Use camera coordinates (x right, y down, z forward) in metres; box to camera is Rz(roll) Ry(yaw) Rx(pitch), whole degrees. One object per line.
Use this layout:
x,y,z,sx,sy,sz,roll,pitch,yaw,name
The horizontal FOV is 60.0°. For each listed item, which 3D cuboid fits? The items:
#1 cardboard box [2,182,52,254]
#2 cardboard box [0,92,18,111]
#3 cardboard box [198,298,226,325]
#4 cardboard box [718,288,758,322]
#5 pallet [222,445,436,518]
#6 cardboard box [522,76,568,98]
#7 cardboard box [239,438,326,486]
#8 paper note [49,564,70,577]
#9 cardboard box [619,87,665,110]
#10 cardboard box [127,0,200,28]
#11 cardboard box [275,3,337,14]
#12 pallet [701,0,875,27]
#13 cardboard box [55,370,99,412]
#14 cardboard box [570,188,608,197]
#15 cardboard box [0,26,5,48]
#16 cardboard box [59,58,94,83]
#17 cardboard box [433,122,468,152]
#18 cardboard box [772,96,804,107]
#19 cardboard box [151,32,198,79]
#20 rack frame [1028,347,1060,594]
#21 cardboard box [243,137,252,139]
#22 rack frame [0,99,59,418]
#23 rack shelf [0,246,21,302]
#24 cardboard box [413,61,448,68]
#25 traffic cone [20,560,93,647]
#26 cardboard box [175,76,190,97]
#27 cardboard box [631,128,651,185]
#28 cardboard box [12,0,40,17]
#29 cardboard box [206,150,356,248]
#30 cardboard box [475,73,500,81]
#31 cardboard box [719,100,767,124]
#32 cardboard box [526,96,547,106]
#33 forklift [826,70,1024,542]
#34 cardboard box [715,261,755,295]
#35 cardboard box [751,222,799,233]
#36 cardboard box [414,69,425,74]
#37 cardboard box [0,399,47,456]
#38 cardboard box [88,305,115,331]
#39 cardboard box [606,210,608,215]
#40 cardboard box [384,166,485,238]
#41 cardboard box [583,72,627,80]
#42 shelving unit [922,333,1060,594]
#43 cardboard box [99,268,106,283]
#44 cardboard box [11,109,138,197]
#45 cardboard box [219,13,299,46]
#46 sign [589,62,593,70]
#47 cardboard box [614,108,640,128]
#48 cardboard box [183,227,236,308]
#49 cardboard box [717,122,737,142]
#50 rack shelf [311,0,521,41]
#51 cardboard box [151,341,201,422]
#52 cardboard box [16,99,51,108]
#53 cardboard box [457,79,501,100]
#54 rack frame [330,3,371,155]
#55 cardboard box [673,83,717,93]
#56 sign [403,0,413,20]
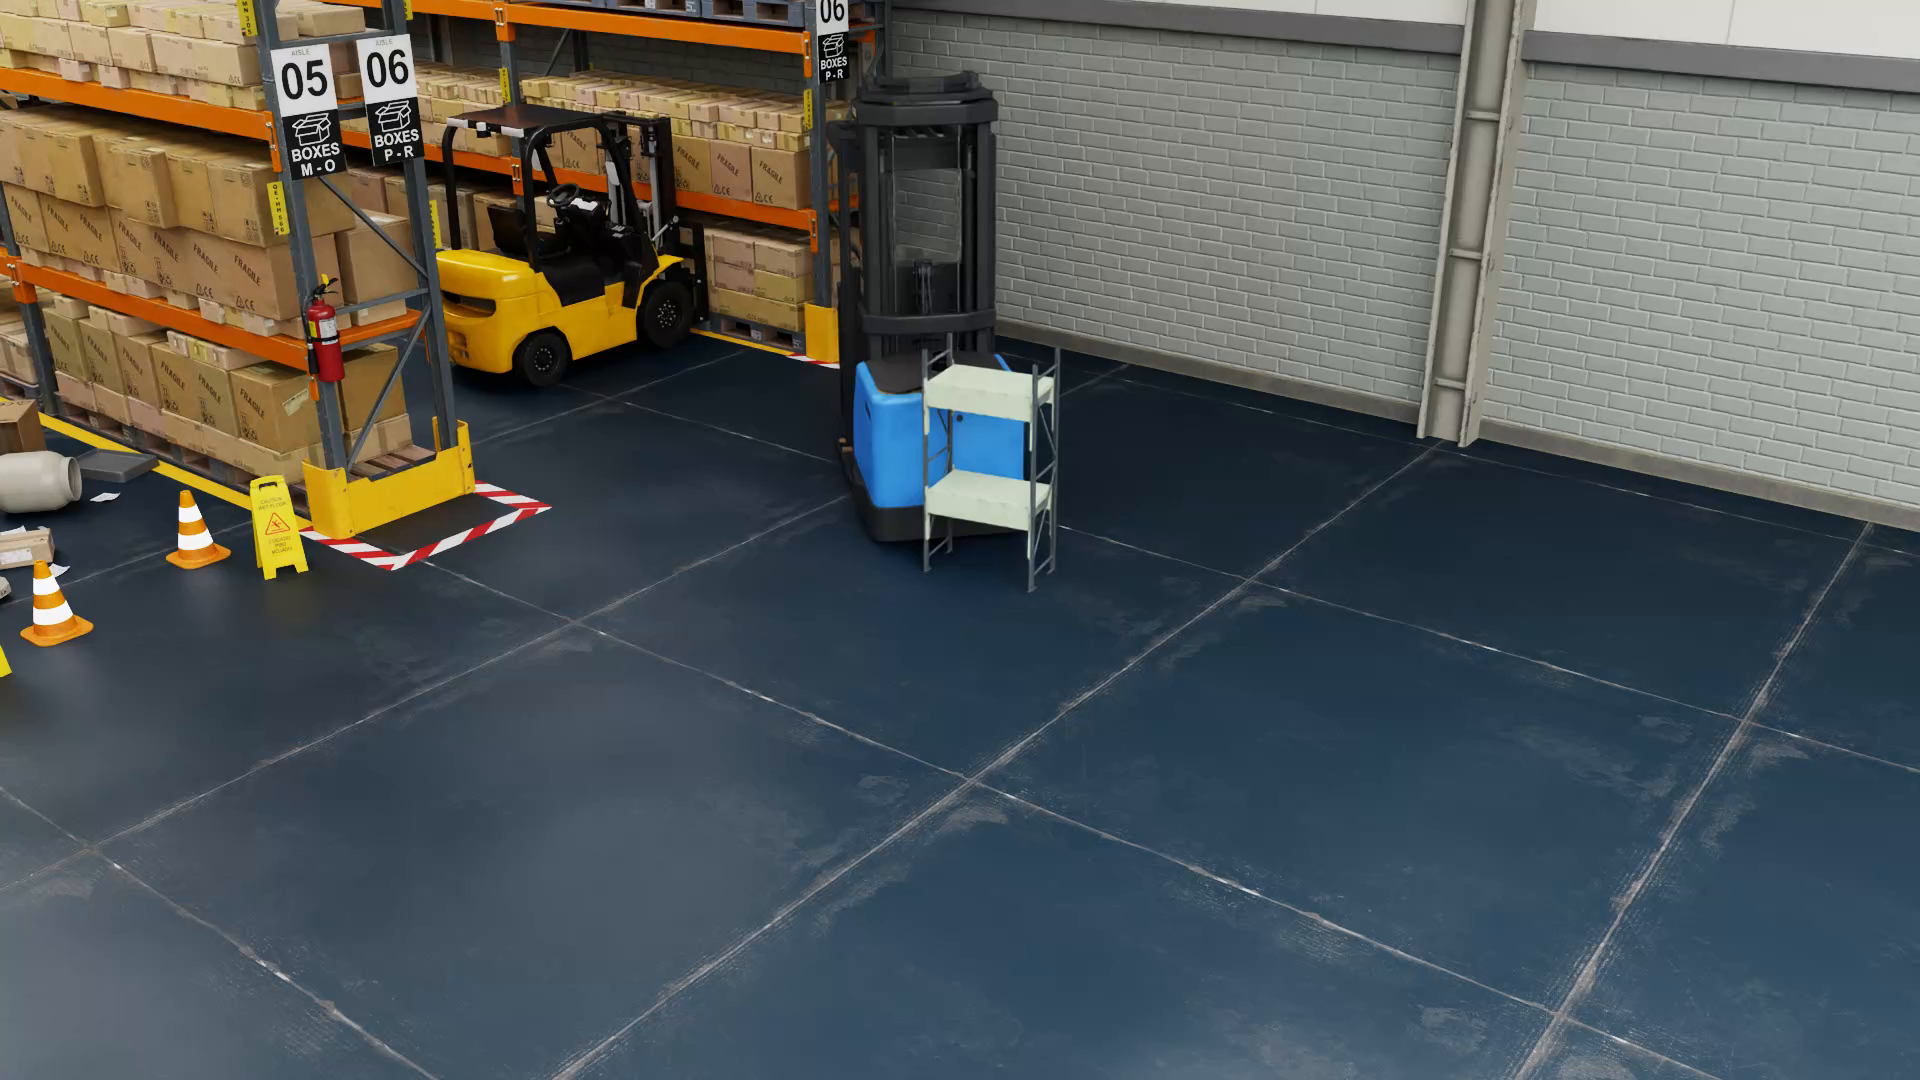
-6.934,-2.528,12.775,0.500,0.500,0.500,17,29,33,cardboard box
-8.214,-3.671,14.043,0.250,0.149,0.380,19,30,36,cardboard box
-5.031,-1.629,11.538,0.250,0.149,0.380,17,29,34,cardboard box
-1.902,-2.247,15.518,0.500,0.250,0.500,17,29,33,cardboard box
-4.608,-0.526,12.181,1.213,0.211,1.003,17,29,33,pallet
-4.068,-4.451,16.334,0.250,0.149,0.380,18,29,34,cardboard box
-4.746,-0.624,11.835,0.500,0.250,0.500,17,29,33,cardboard box
-5.868,0.197,10.765,0.142,0.019,0.148,7,25,15,paper note
-2.989,-4.165,15.685,0.250,0.149,0.380,17,29,33,cardboard box
-5.322,-3.526,11.135,0.250,0.149,0.380,16,28,32,cardboard box
-4.291,-3.406,10.862,0.250,0.149,0.380,17,29,33,cardboard box
-1.494,-4.689,14.562,1.213,0.211,1.003,17,29,33,pallet
-6.809,-1.247,13.249,0.500,0.250,0.500,15,28,31,cardboard box
-3.635,-3.480,17.077,0.500,0.250,0.500,17,29,34,cardboard box
-6.931,-3.788,12.224,0.500,0.250,0.500,16,28,32,cardboard box
-6.038,-3.306,11.624,0.250,0.149,0.380,16,28,32,cardboard box
-5.111,-4.234,17.325,0.500,0.250,0.500,17,29,33,cardboard box
-1.494,-3.940,15.175,0.250,0.149,0.380,17,29,34,cardboard box
-4.883,-3.179,10.841,0.500,0.250,0.500,16,29,33,cardboard box
0.525,-0.424,10.352,0.023,1.500,0.400,10,26,22,rack frame
-8.698,-4.768,20.125,0.250,0.149,0.380,16,29,33,cardboard box
-7.119,-2.543,13.301,0.127,3.000,1.000,17,29,33,rack frame
-8.719,-2.697,14.543,4.000,0.370,1.077,17,29,33,rack shelf
-5.867,-5.173,18.343,0.250,0.149,0.380,16,29,32,cardboard box
-5.430,0.338,9.909,0.334,0.463,0.336,17,29,33,traffic cone
-4.945,-3.037,11.013,0.250,0.149,0.380,17,29,34,cardboard box
-2.724,-3.628,15.640,0.500,0.500,0.500,17,29,34,cardboard box
-6.437,-3.791,11.737,0.250,0.149,0.380,17,29,33,cardboard box
-4.458,-2.268,10.944,0.500,0.500,0.700,16,28,32,cardboard box
-4.897,-4.839,17.585,0.250,0.149,0.380,16,29,33,cardboard box
-1.953,-3.863,15.001,0.250,0.149,0.380,17,29,34,cardboard box
-4.048,-4.326,16.419,0.250,0.149,0.380,16,29,32,cardboard box
-0.340,-1.895,11.916,1.130,2.935,3.031,-4,24,-10,forklift
-1.916,-2.482,15.432,0.500,0.250,0.500,16,29,33,cardboard box
-1.617,-2.866,15.684,0.500,0.250,0.500,17,29,33,cardboard box
-5.962,-4.942,17.819,0.250,0.149,0.380,17,29,33,cardboard box
-7.078,-0.702,12.220,0.500,0.500,0.500,-5,24,-12,cardboard box
-6.332,-1.713,12.574,0.250,0.149,0.380,18,30,35,cardboard box
-3.138,-3.075,16.158,0.500,0.250,0.500,18,29,35,cardboard box
-5.788,-3.744,18.452,0.625,0.625,0.875,15,28,31,cardboard box
-3.532,-4.570,16.604,0.250,0.149,0.380,16,28,32,cardboard box
0.192,-0.485,10.491,0.755,1.500,0.431,10,26,22,shelving unit
-6.186,-2.024,12.435,0.250,0.149,0.380,17,29,33,cardboard box
-6.501,-2.875,12.322,0.500,0.500,0.700,17,29,34,cardboard box
-4.366,-3.185,10.360,0.250,0.149,0.380,17,29,34,cardboard box
-3.813,-4.757,17.154,0.005,0.325,0.100,17,29,33,sign
-3.041,-4.007,15.695,0.250,0.149,0.380,16,28,32,cardboard box
-4.916,-1.922,11.399,0.500,0.500,0.500,17,29,33,cardboard box
-1.974,-3.712,15.026,0.250,0.149,0.380,17,29,33,cardboard box
-5.745,-5.672,17.575,4.000,0.370,1.077,17,29,33,rack shelf
-5.535,-1.211,12.239,0.500,0.500,0.500,16,28,32,cardboard box
-13.315,-5.918,23.537,0.637,0.503,0.797,16,28,31,cardboard box
-4.933,-4.631,17.113,0.250,0.149,0.380,17,29,33,cardboard box
-7.346,-5.112,19.133,0.127,3.000,1.000,17,29,33,rack frame
-2.519,-4.253,15.884,0.250,0.149,0.380,18,29,35,cardboard box
-3.593,-3.523,10.722,0.005,0.325,0.100,17,29,33,sign
